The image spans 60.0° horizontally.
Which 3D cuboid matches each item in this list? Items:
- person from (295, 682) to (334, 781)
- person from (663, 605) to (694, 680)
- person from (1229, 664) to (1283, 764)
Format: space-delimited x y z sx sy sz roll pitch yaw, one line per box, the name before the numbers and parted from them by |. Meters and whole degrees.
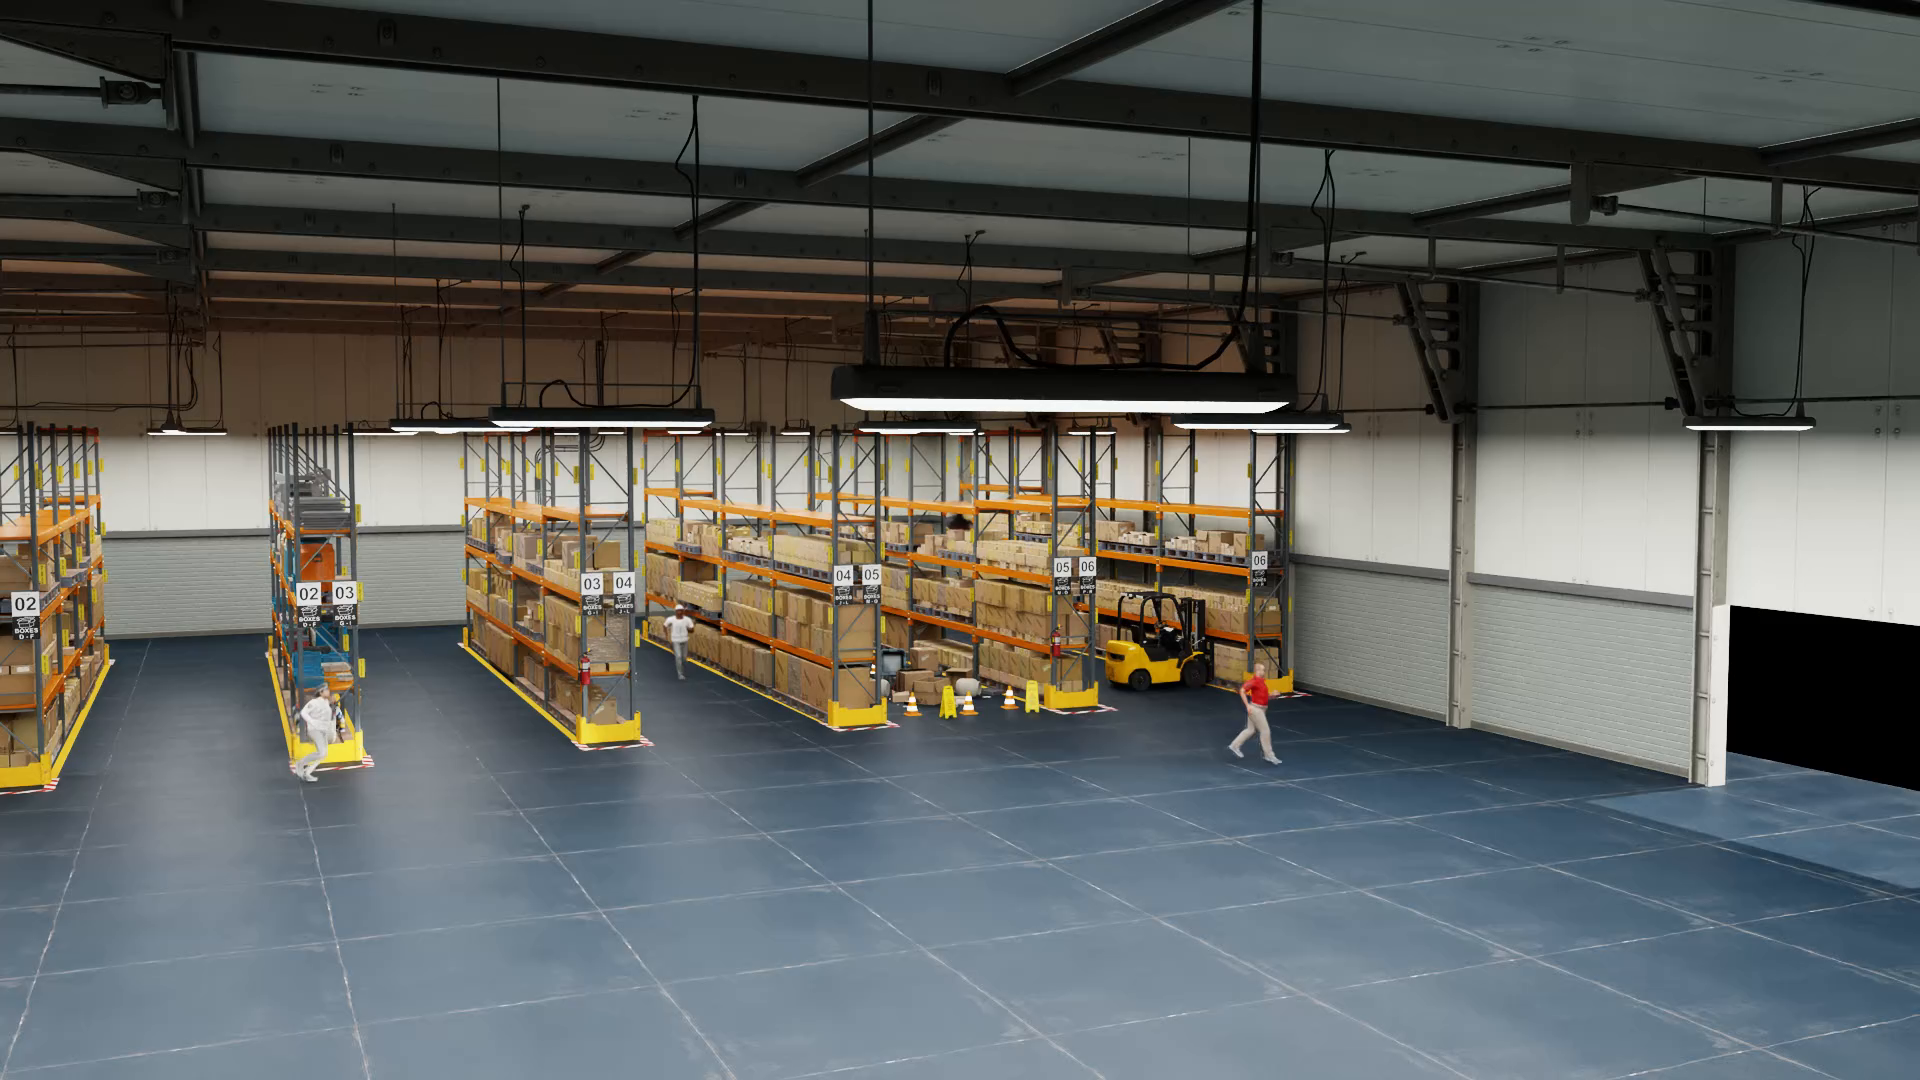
person | -10.803 3.205 27.965 0.545 1.609 0.662 1 4 9
person | -6.667 2.403 39.555 0.706 1.745 0.987 -2 4 -25
person | 5.223 3.045 29.310 0.949 1.742 0.652 1 4 18
